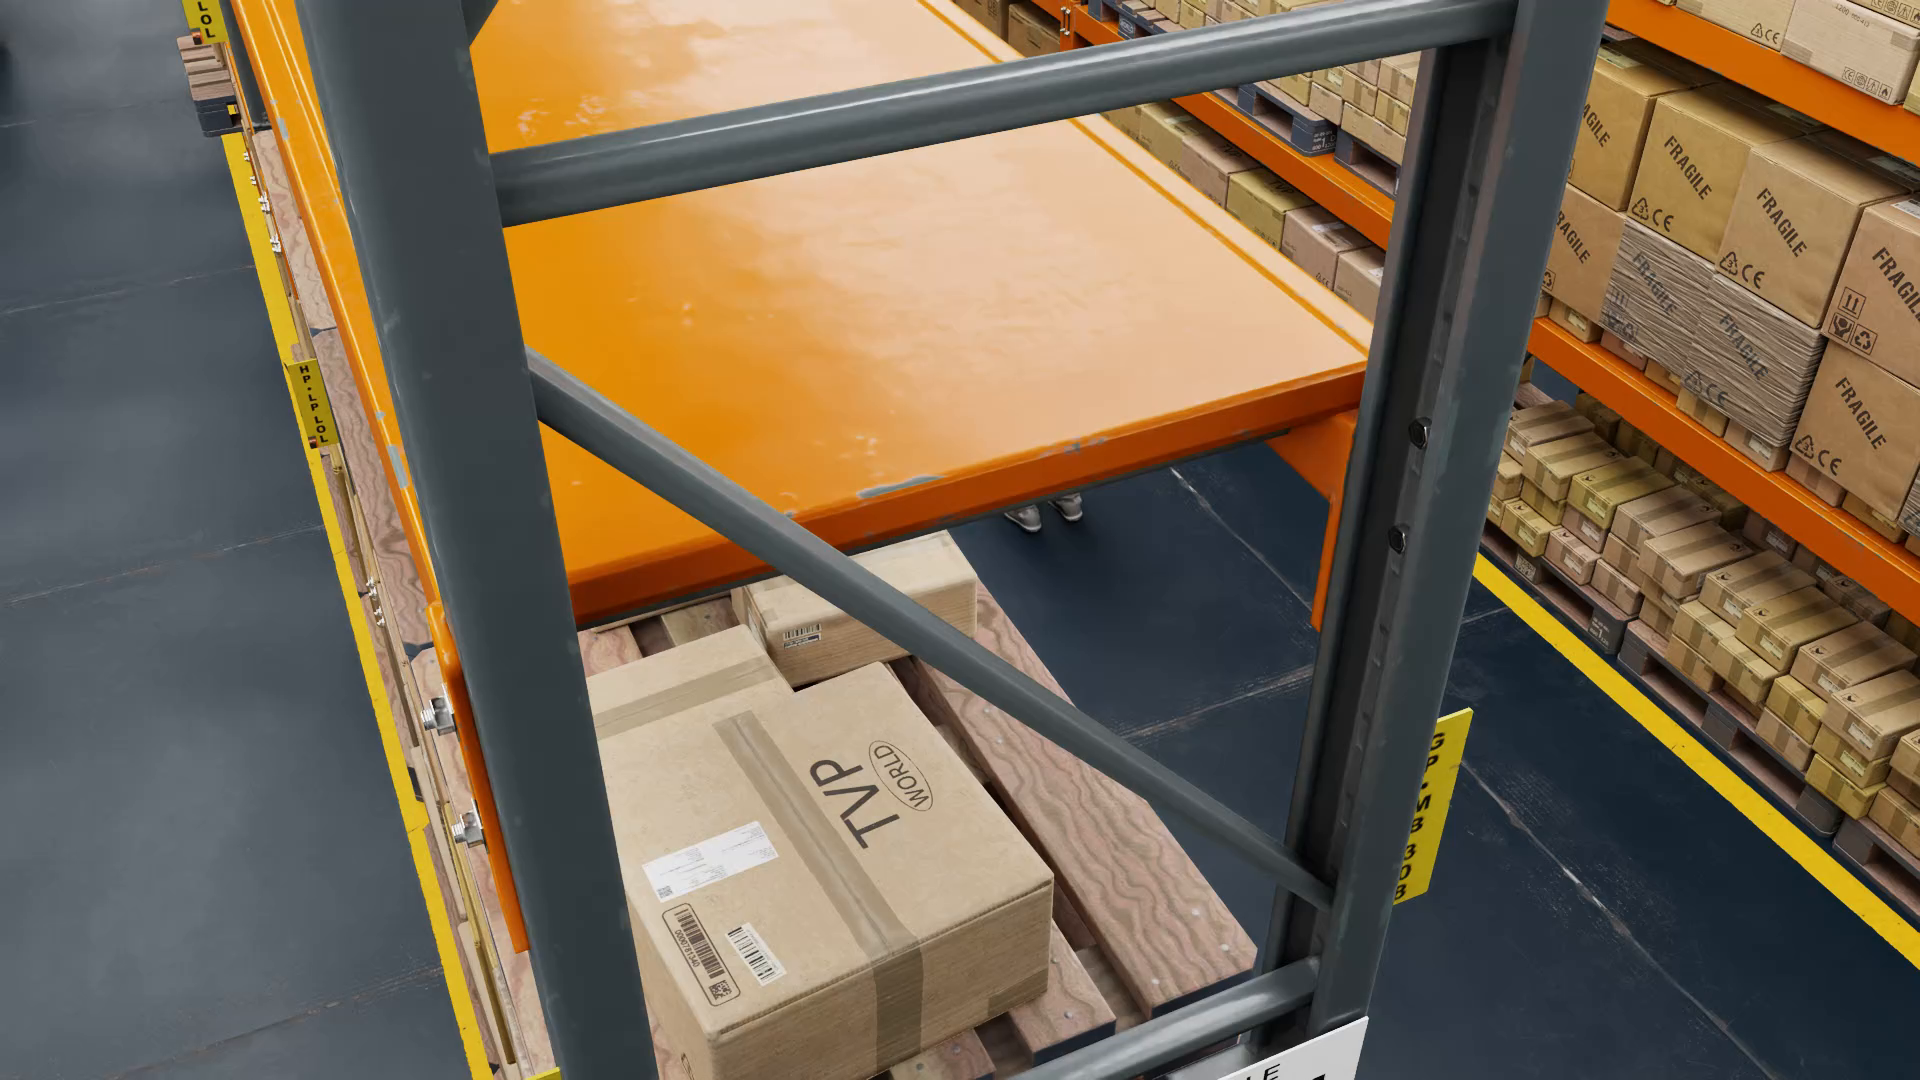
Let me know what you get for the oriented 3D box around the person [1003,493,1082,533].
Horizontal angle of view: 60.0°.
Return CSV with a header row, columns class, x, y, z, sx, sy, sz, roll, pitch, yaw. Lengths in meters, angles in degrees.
class,x,y,z,sx,sy,sz,roll,pitch,yaw
person,0.342,-0.558,8.218,0.487,0.898,0.856,-16,40,-20
